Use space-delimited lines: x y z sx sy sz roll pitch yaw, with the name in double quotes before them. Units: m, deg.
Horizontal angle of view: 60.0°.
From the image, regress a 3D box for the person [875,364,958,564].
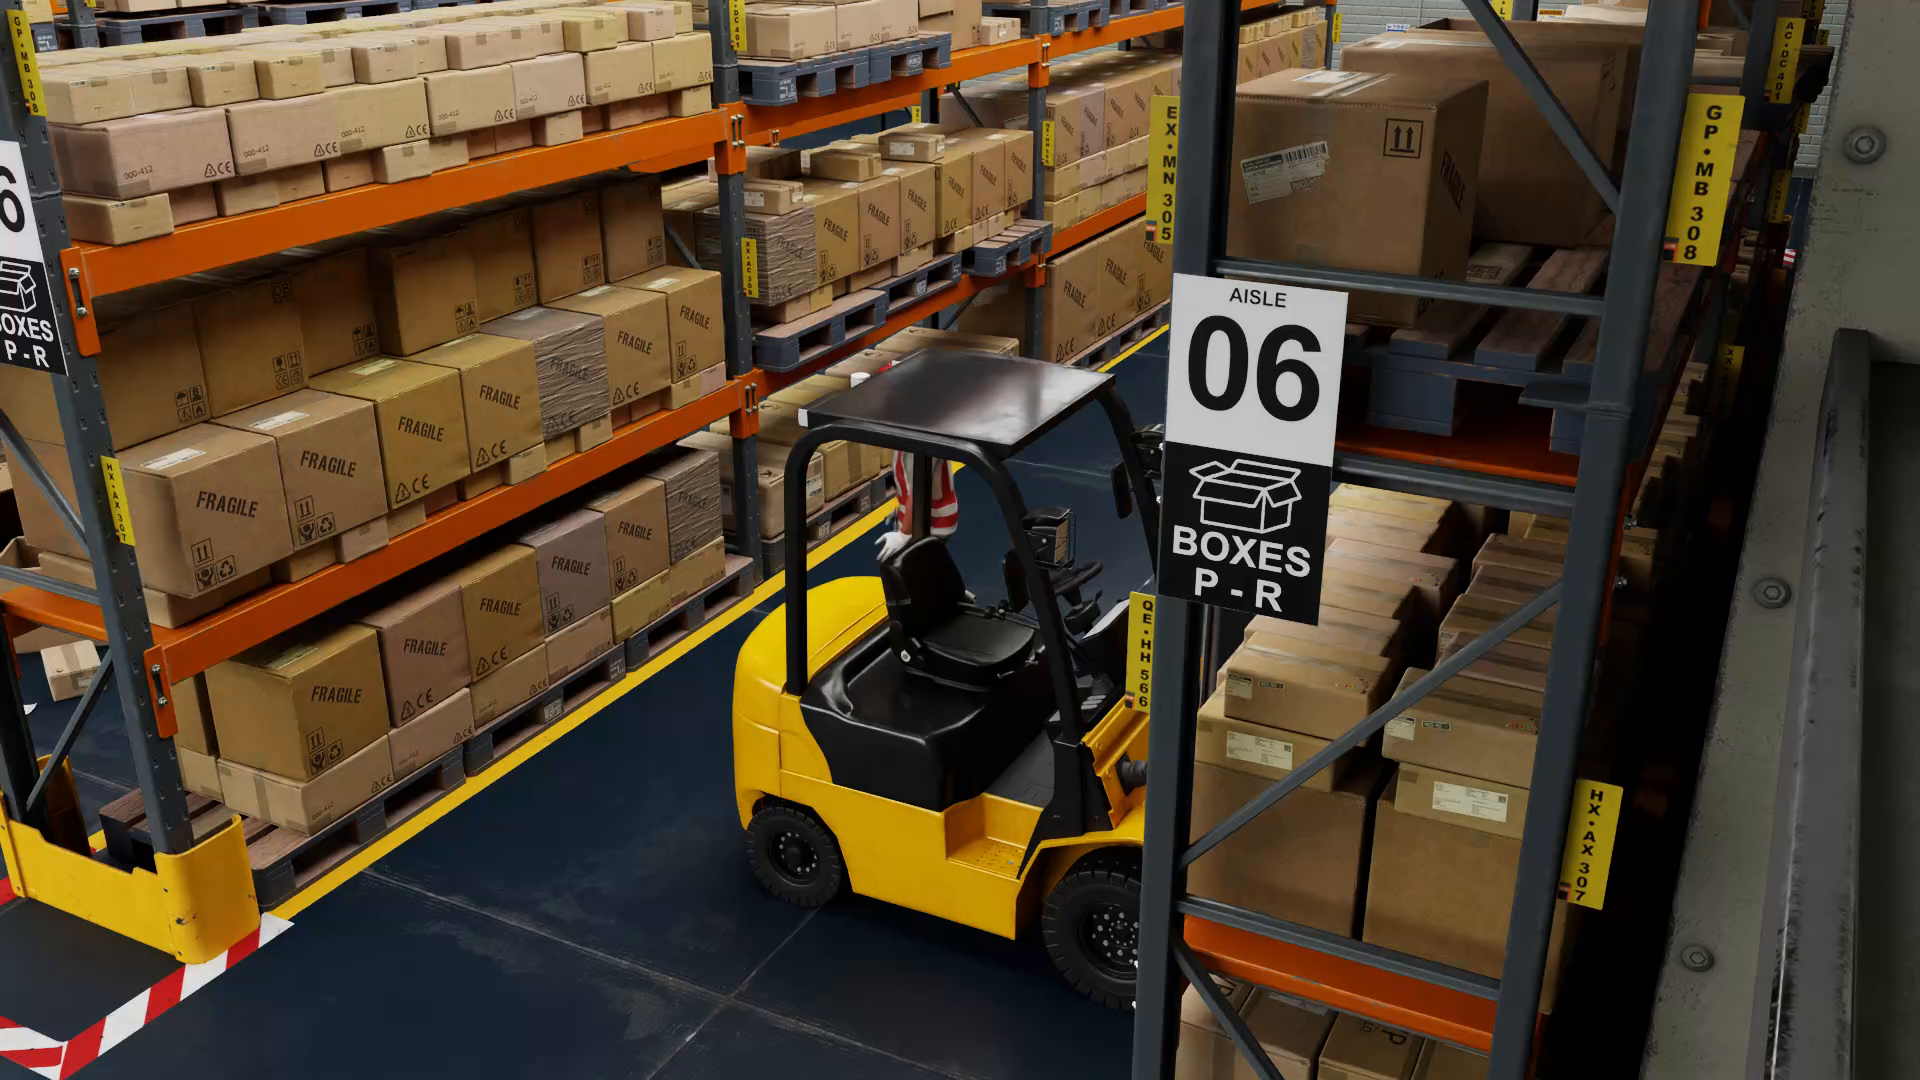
"person" -0.239 -0.062 8.510 0.459 1.735 0.544 0 23 -1
